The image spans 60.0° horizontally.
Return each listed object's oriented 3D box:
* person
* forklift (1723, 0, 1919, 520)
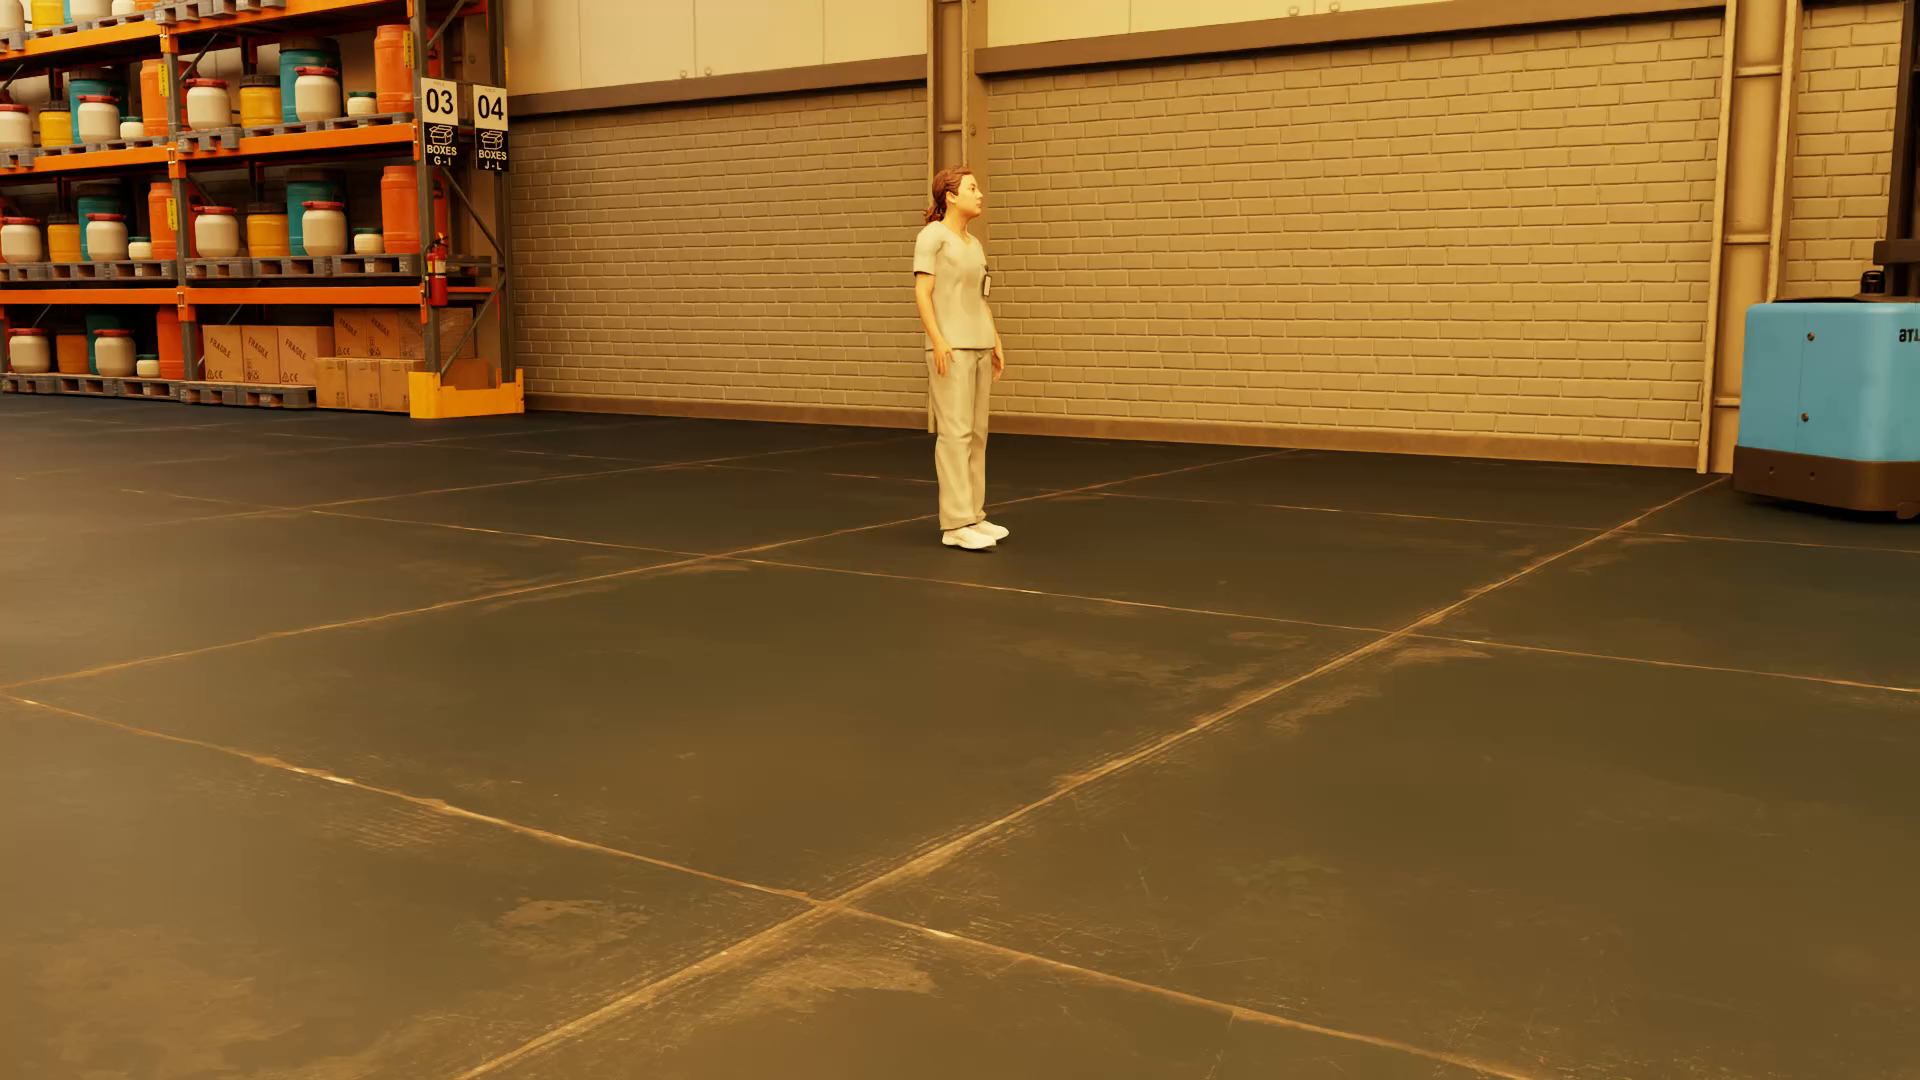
[{"bbox_3d":[0.054,-0.830,7.432,0.548,1.673,0.549,5,10,34],"label":"person"},{"bbox_3d":[5.695,-1.631,8.663,3.031,2.935,1.130,-2,8,-12],"label":"forklift"}]
